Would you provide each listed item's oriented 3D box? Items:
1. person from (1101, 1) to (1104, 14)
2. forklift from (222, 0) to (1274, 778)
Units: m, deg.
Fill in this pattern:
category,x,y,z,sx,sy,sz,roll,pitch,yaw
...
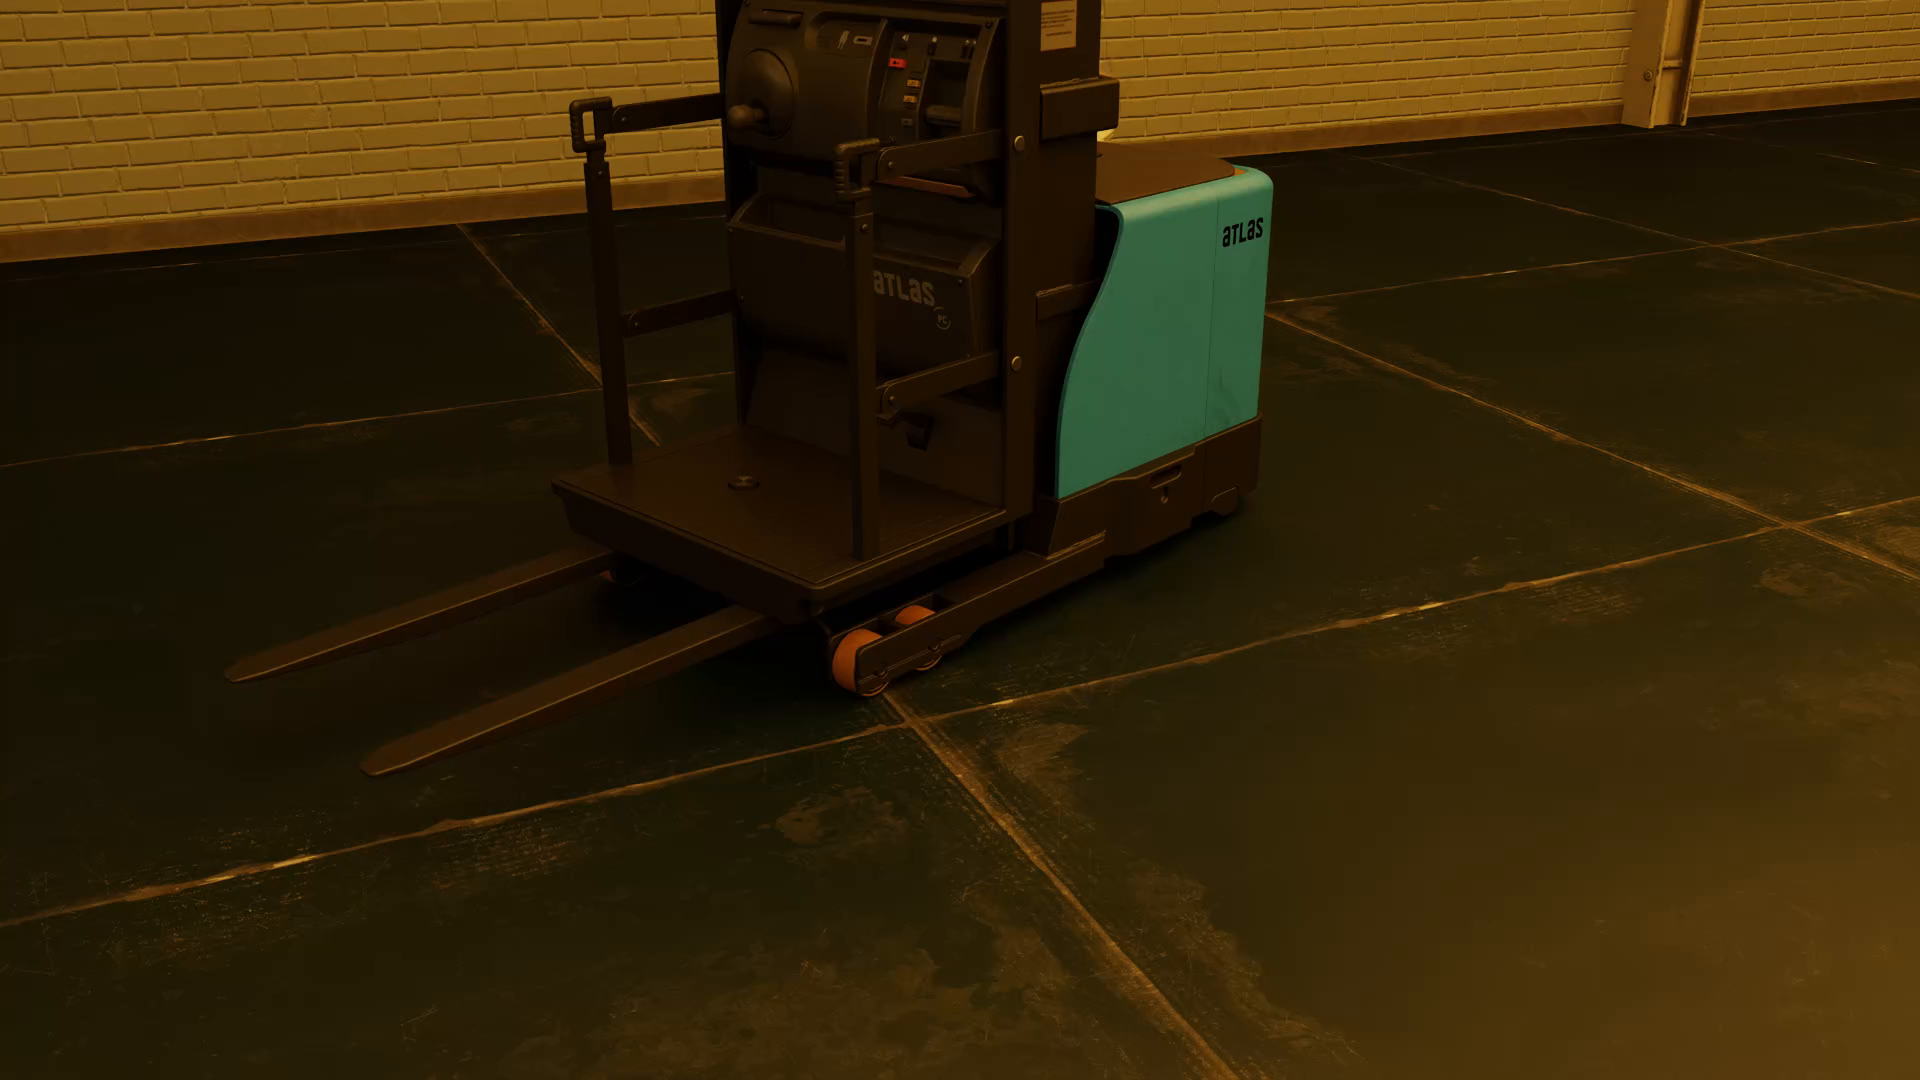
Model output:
category,x,y,z,sx,sy,sz,roll,pitch,yaw
person,0.510,-2.103,7.844,0.387,1.783,0.580,-1,23,-1
forklift,-0.413,-1.182,4.131,1.130,2.935,3.031,19,29,39
